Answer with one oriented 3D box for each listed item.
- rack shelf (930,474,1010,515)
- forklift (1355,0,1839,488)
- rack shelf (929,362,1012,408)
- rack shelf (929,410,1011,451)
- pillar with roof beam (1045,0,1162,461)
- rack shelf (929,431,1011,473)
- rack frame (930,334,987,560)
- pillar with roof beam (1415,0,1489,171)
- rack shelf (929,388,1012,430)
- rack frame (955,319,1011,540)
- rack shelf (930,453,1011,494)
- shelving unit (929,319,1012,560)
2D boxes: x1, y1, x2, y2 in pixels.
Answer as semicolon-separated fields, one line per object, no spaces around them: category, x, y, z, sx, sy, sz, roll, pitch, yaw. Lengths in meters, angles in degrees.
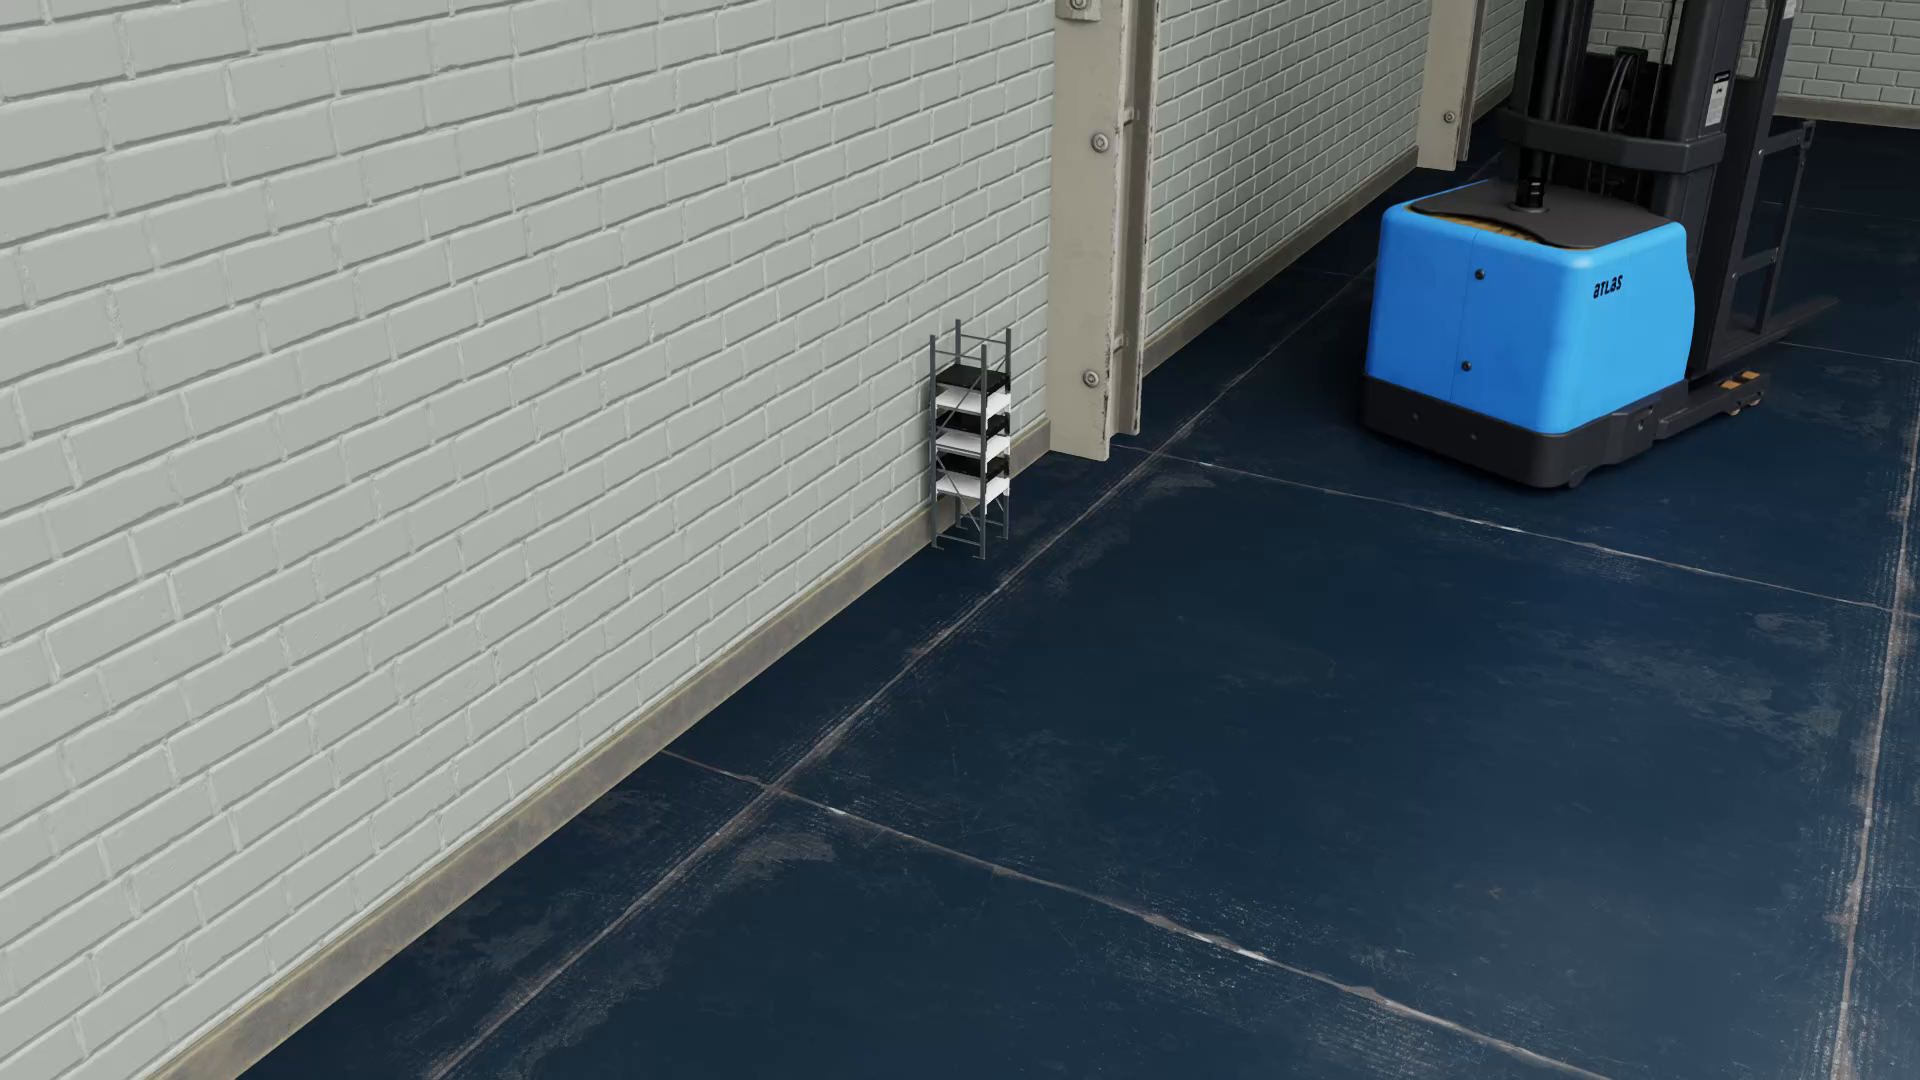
rack shelf;0.040;-0.199;6.618;0.258;0.077;0.200;14;30;25
forklift;3.283;-2.063;7.597;3.031;2.935;1.130;-21;33;-35
rack shelf;0.041;-0.601;6.416;0.258;0.077;0.200;14;30;25
rack shelf;0.041;-0.440;6.497;0.258;0.077;0.200;14;30;25
pillar with roof beam;4.357;-3.539;3.767;9.100;9.000;0.400;14;30;26
rack shelf;0.041;-0.360;6.537;0.258;0.077;0.200;14;30;25
rack frame;-0.008;-0.350;6.442;0.240;0.900;0.006;14;30;25
pillar with roof beam;7.308;-5.877;8.438;9.100;9.000;0.400;14;30;26
rack shelf;0.041;-0.521;6.457;0.258;0.077;0.200;14;30;25
rack frame;0.089;-0.430;6.603;0.240;0.900;0.006;14;30;25
rack shelf;0.040;-0.279;6.578;0.258;0.077;0.200;14;30;25
shelving unit;0.041;-0.390;6.523;0.258;0.900;0.210;14;30;25
